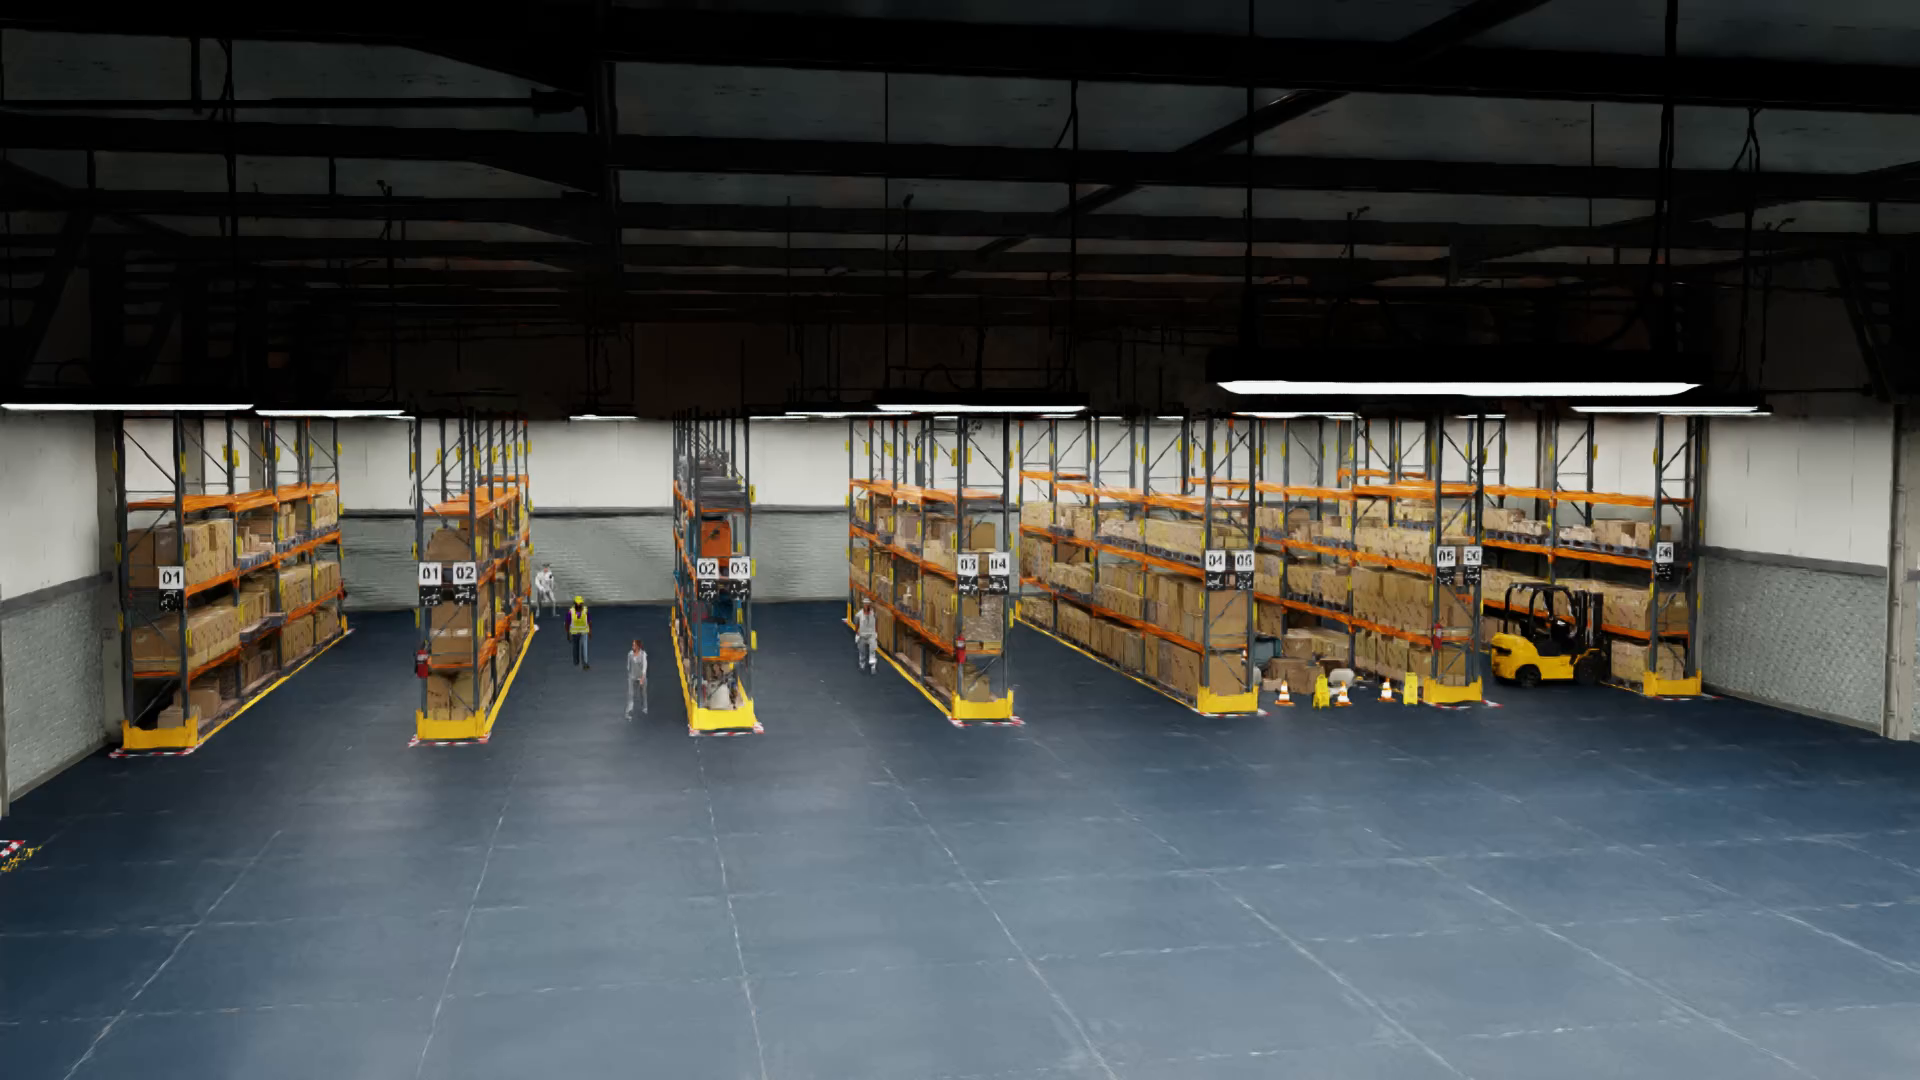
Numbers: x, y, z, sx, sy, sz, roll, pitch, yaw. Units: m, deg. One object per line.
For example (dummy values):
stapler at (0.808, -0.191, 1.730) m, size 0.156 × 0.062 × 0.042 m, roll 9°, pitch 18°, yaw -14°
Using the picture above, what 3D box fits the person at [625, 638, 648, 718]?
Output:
person at (-6.239, 2.652, 32.179) m, size 0.410 × 1.529 × 0.957 m, roll 0°, pitch 4°, yaw 0°

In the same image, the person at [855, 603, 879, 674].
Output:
person at (-2.124, 2.184, 37.901) m, size 0.553 × 1.661 × 1.123 m, roll -1°, pitch 4°, yaw -9°

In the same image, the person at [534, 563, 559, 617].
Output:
person at (-12.124, 1.458, 48.610) m, size 0.639 × 1.606 × 0.792 m, roll -2°, pitch 5°, yaw -28°

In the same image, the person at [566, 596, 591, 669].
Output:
person at (-8.830, 2.124, 38.499) m, size 0.583 × 1.686 × 1.111 m, roll -1°, pitch 4°, yaw -13°
